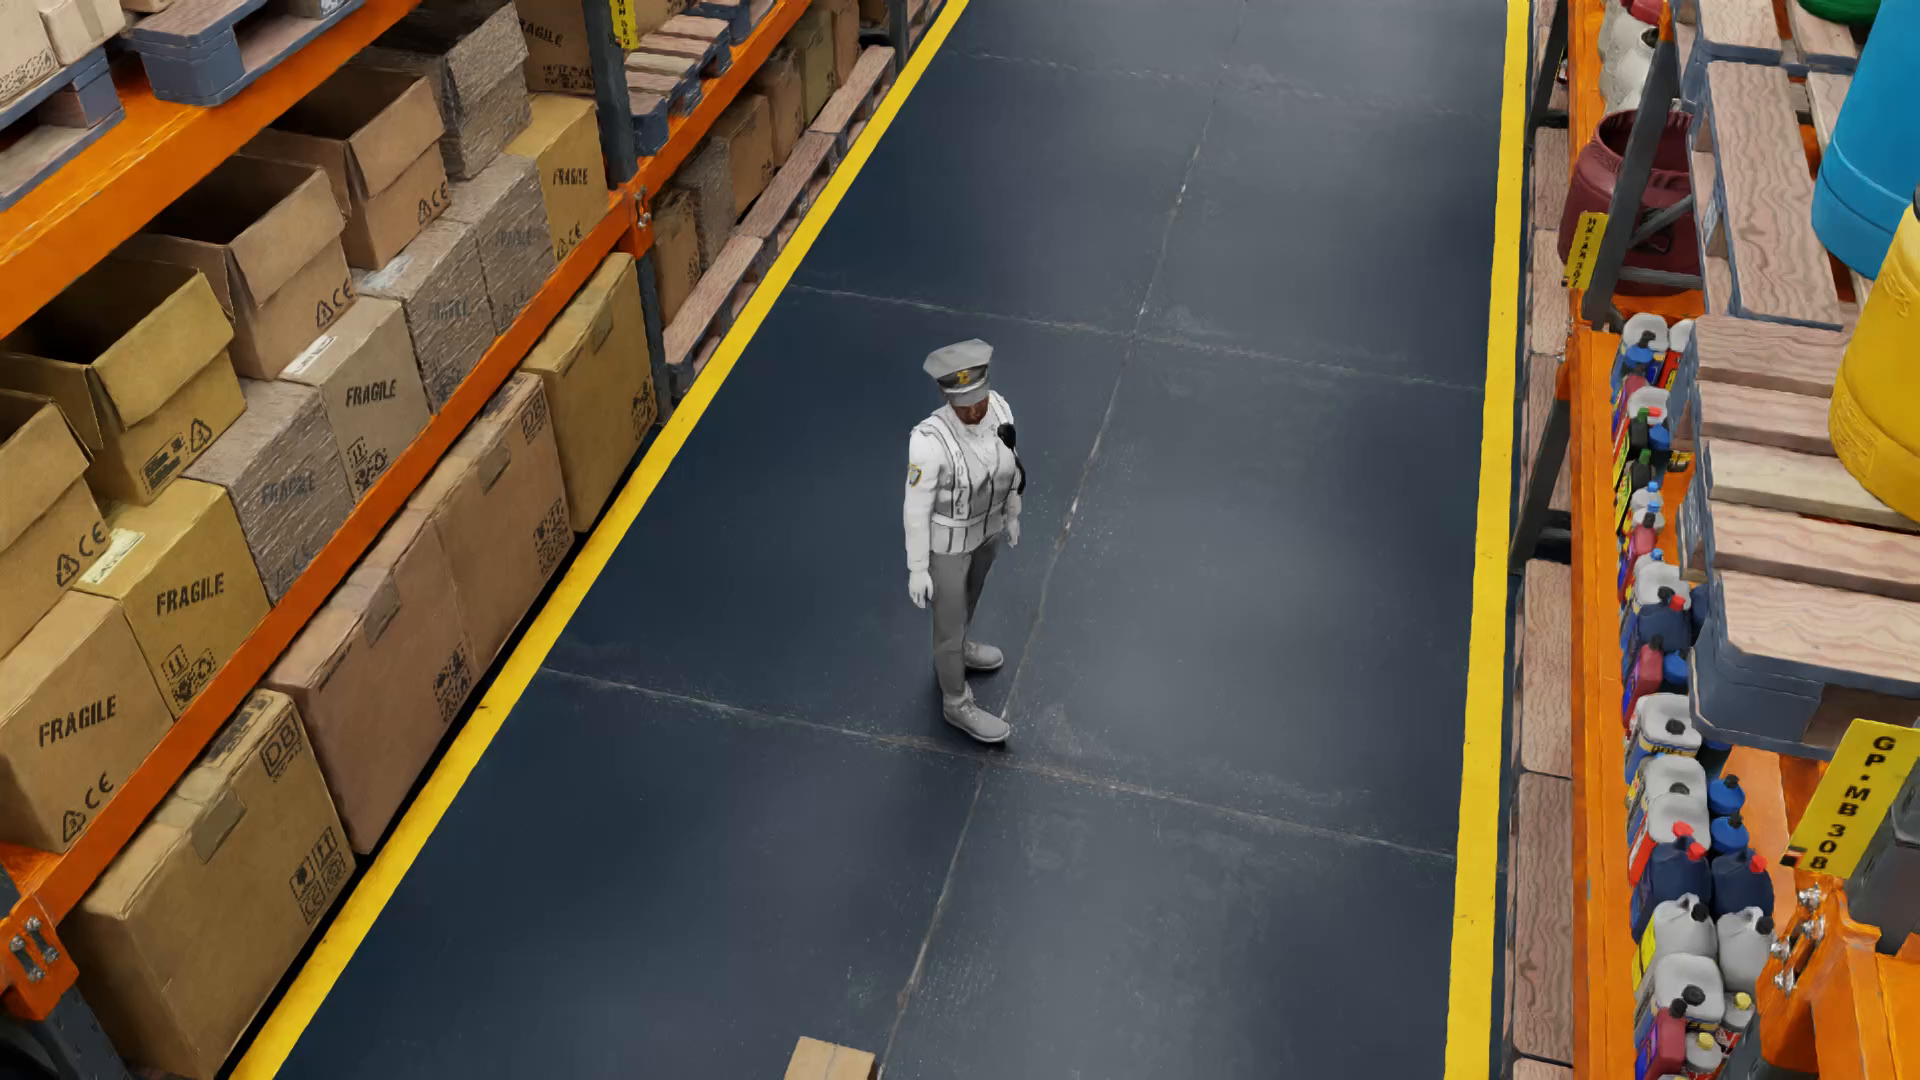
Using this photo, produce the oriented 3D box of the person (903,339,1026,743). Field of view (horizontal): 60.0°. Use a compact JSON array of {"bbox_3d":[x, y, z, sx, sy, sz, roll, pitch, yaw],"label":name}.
[{"bbox_3d":[0.037,0.011,6.101,0.533,1.673,0.569,30,49,30],"label":"person"}]
